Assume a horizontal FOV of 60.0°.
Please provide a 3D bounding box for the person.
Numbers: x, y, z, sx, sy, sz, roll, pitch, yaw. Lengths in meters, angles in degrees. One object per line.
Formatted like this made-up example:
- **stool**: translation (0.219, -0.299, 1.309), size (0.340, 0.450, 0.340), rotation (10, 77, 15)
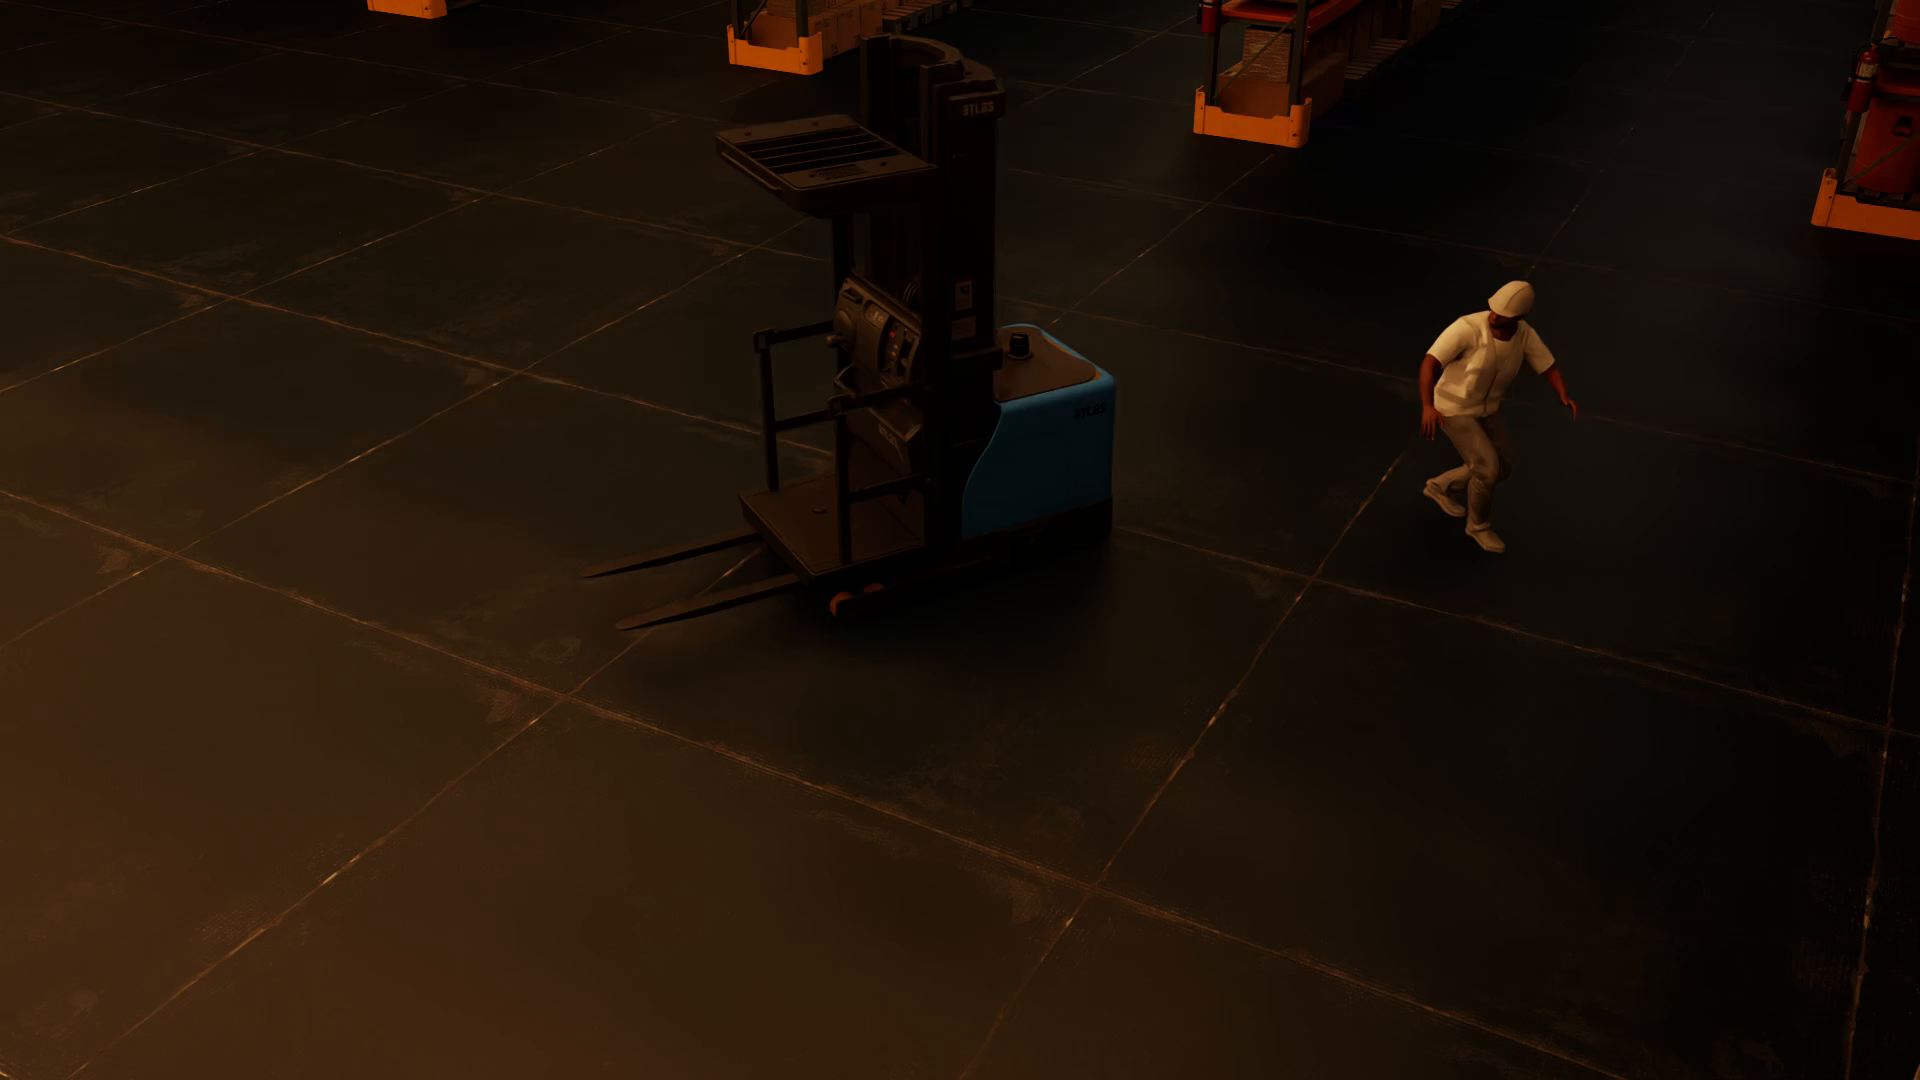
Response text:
- **person**: translation (3.048, -0.702, 9.586), size (0.923, 1.631, 0.841), rotation (-18, 34, -28)

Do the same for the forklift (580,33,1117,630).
- **forklift**: translation (-0.631, -1.117, 9.007), size (3.031, 2.935, 1.130), rotation (-15, 33, -25)
